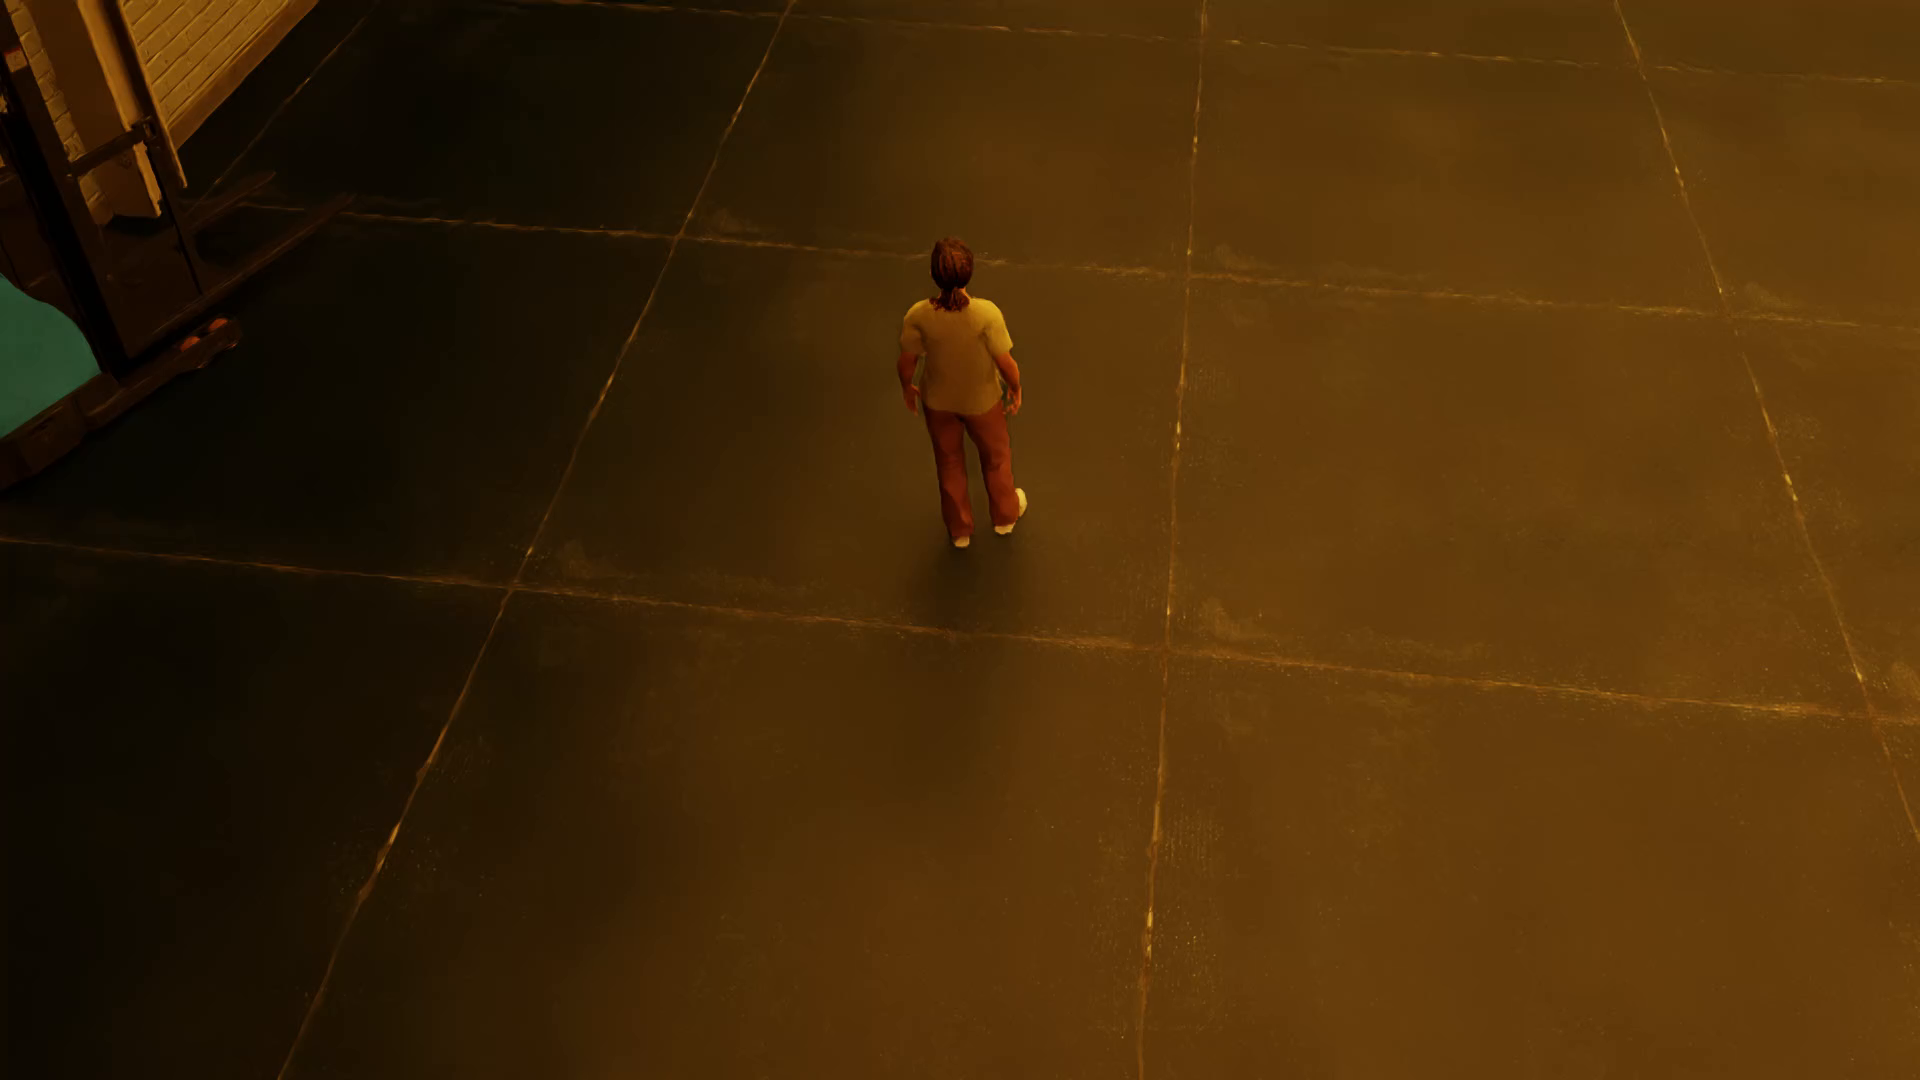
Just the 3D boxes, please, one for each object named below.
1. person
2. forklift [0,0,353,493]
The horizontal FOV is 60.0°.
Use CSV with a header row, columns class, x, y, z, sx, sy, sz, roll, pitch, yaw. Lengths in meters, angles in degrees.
class,x,y,z,sx,sy,sz,roll,pitch,yaw
person,0.021,-0.580,7.455,0.554,1.427,0.548,5,43,6
forklift,-4.554,-2.127,8.039,1.130,2.935,3.031,19,46,20
